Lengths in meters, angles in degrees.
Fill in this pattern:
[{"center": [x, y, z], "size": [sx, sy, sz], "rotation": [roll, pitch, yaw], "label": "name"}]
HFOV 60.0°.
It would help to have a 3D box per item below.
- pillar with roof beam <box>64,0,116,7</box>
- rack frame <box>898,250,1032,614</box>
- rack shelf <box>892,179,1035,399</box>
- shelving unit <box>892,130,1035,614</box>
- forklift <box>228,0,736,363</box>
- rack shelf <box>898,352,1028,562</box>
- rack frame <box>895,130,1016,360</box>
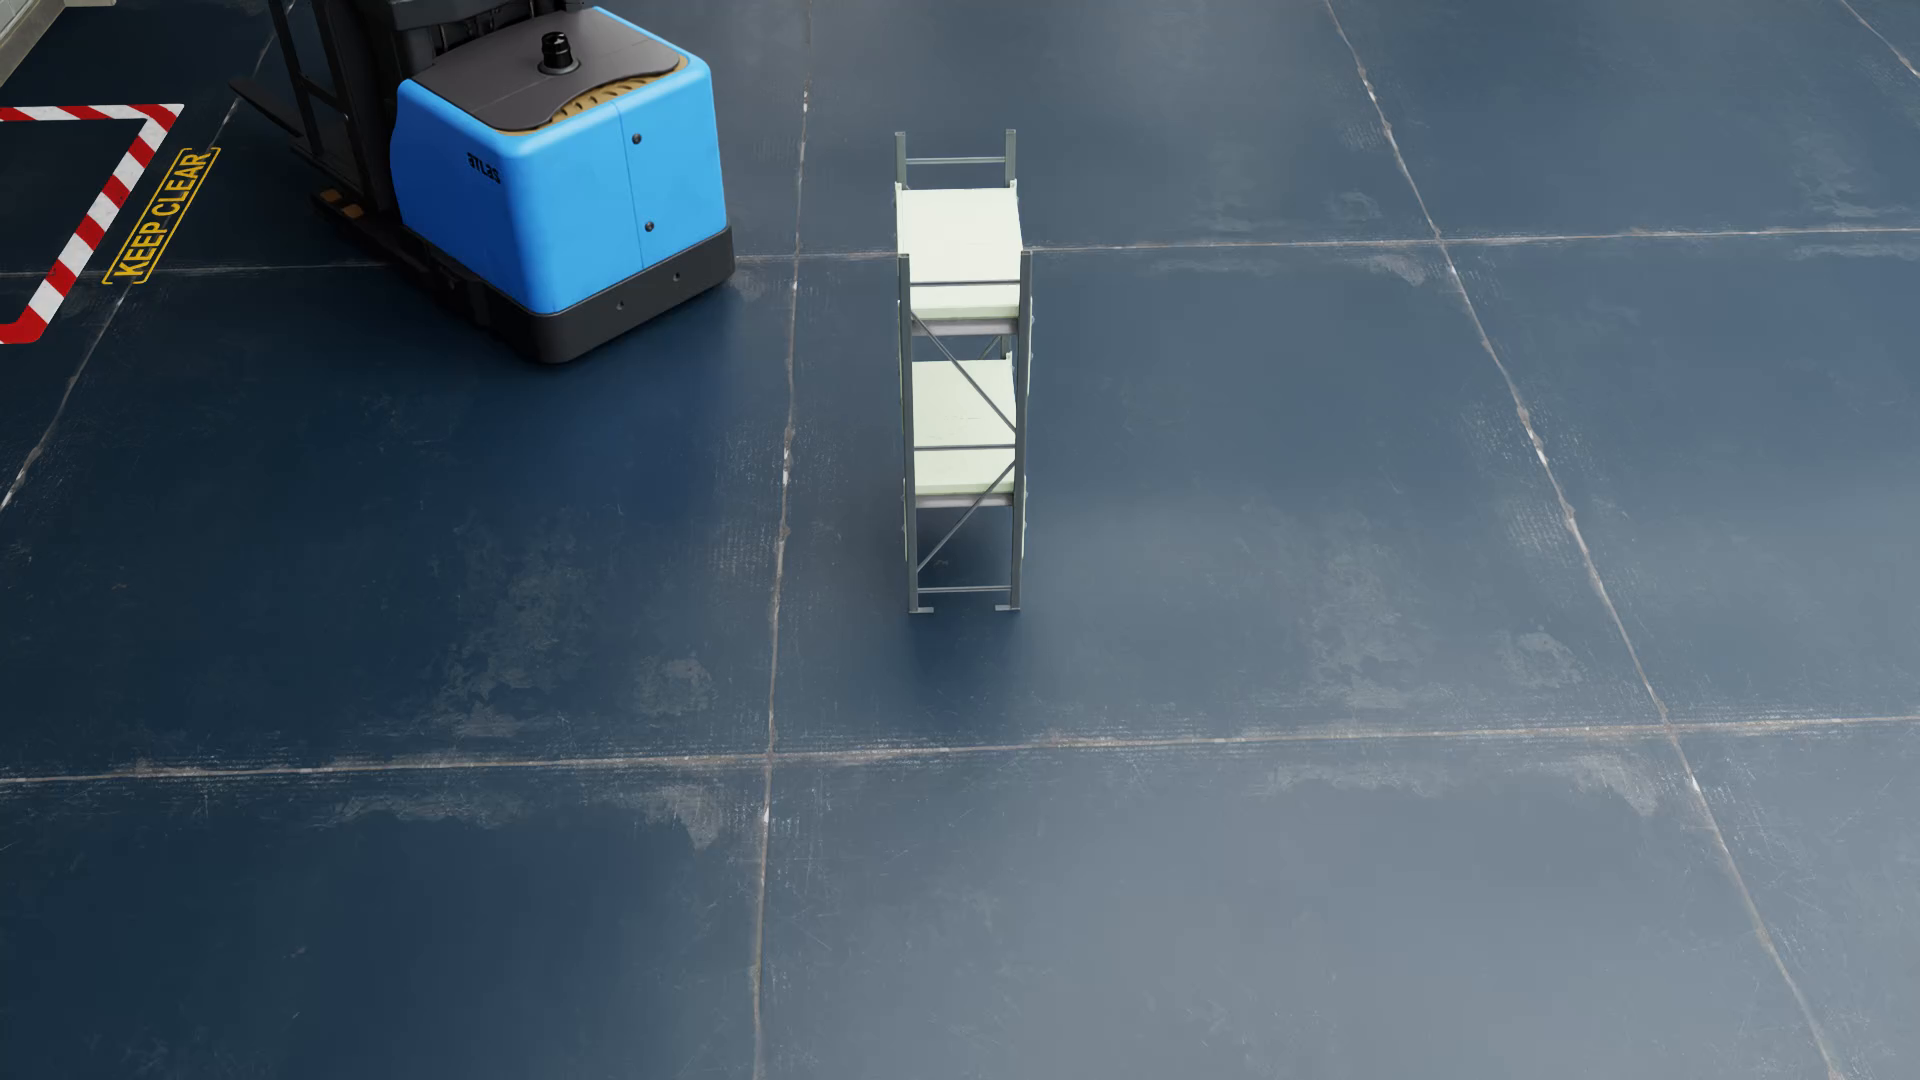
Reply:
[{"center": [-0.761, -6.662, 6.859], "size": [9.100, 9.000, 0.400], "rotation": [-2, 43, -2], "label": "pillar with roof beam"}, {"center": [0.016, -0.301, 5.469], "size": [0.400, 1.500, 0.023], "rotation": [-2, 43, -2], "label": "rack frame"}, {"center": [0.000, -0.836, 5.475], "size": [0.431, 0.370, 0.720], "rotation": [-2, 43, -2], "label": "rack shelf"}, {"center": [0.000, -0.548, 5.738], "size": [0.431, 1.500, 0.755], "rotation": [-2, 43, -2], "label": "shelving unit"}, {"center": [-2.414, -2.703, 7.030], "size": [3.031, 2.935, 1.130], "rotation": [33, 52, 31], "label": "forklift"}, {"center": [0.000, -0.308, 5.959], "size": [0.431, 0.370, 0.720], "rotation": [-2, 43, -2], "label": "rack shelf"}, {"center": [-0.015, -0.795, 6.008], "size": [0.400, 1.500, 0.023], "rotation": [-2, 43, -2], "label": "rack frame"}]
